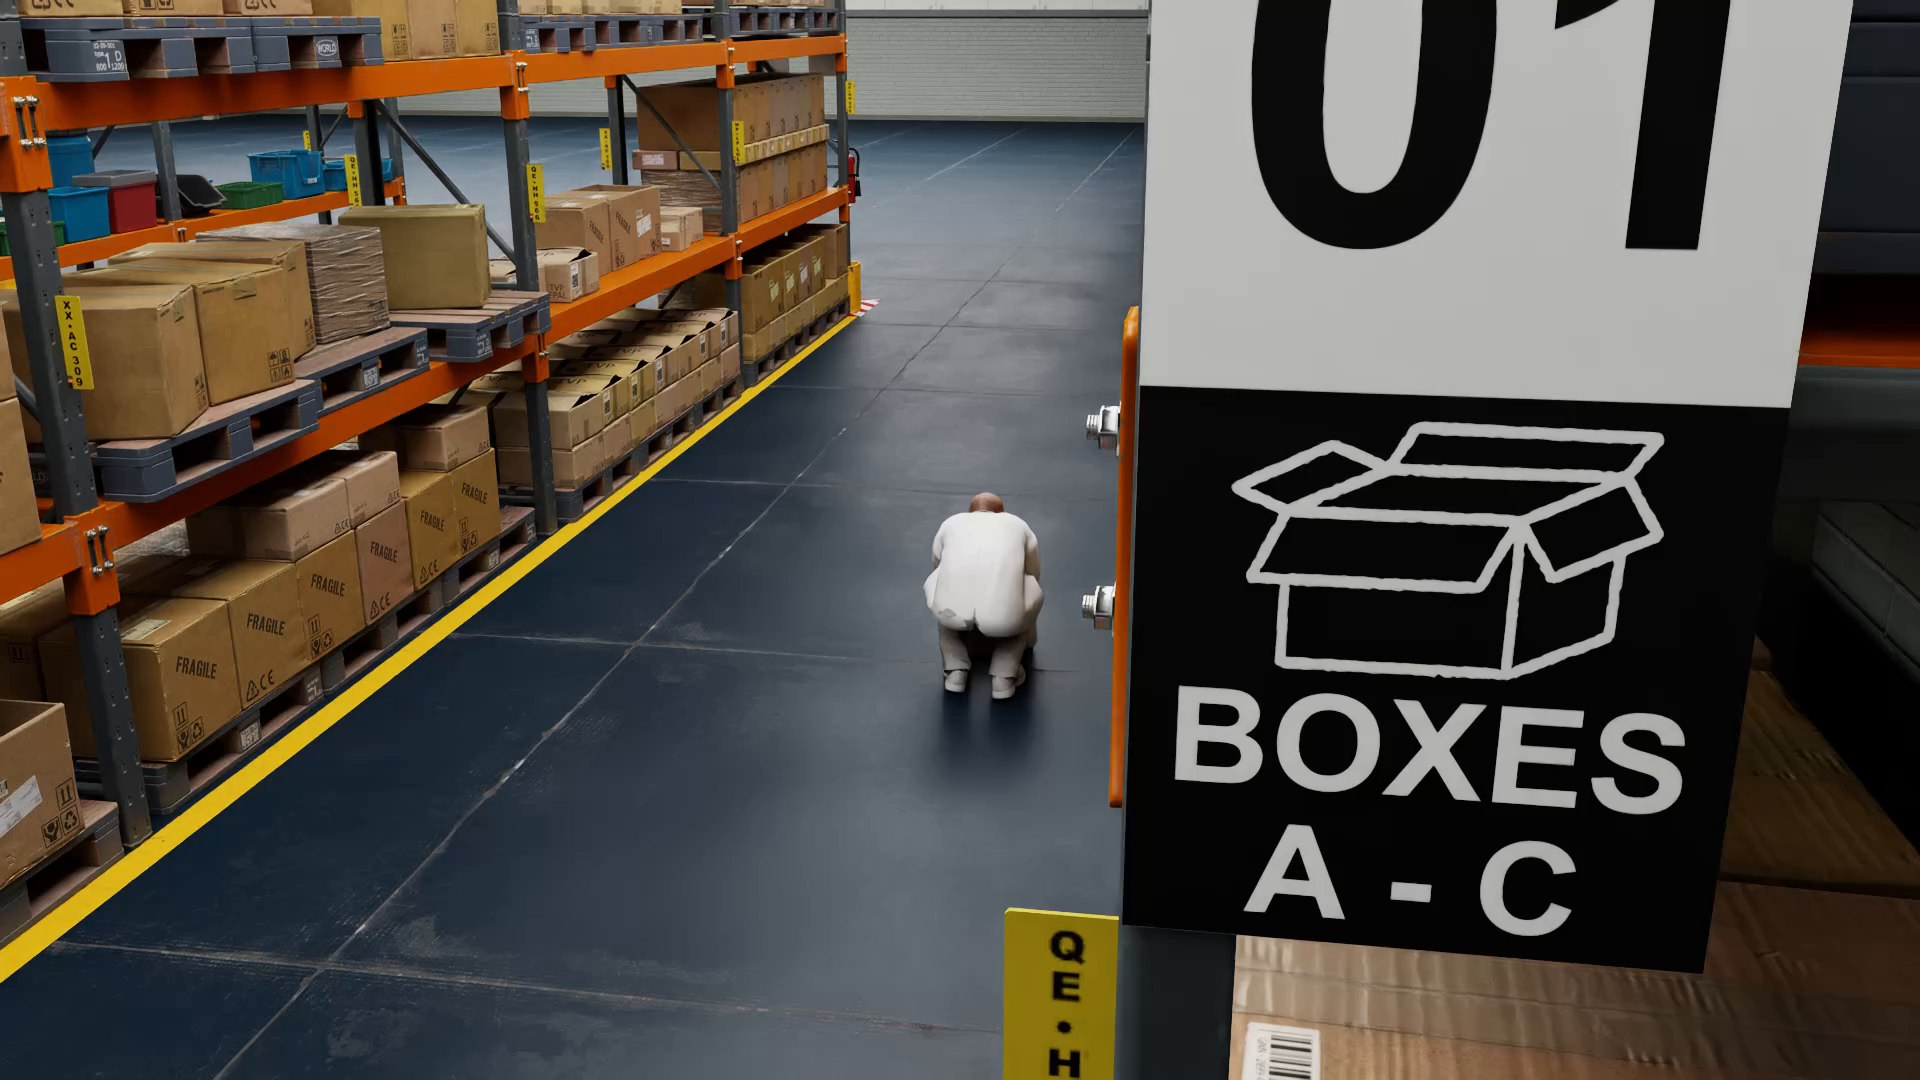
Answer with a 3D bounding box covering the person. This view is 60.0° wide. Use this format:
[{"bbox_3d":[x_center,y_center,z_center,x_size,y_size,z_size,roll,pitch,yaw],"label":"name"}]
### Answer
[{"bbox_3d":[0.119,0.296,7.880,0.572,0.830,0.919,2,18,8],"label":"person"}]
